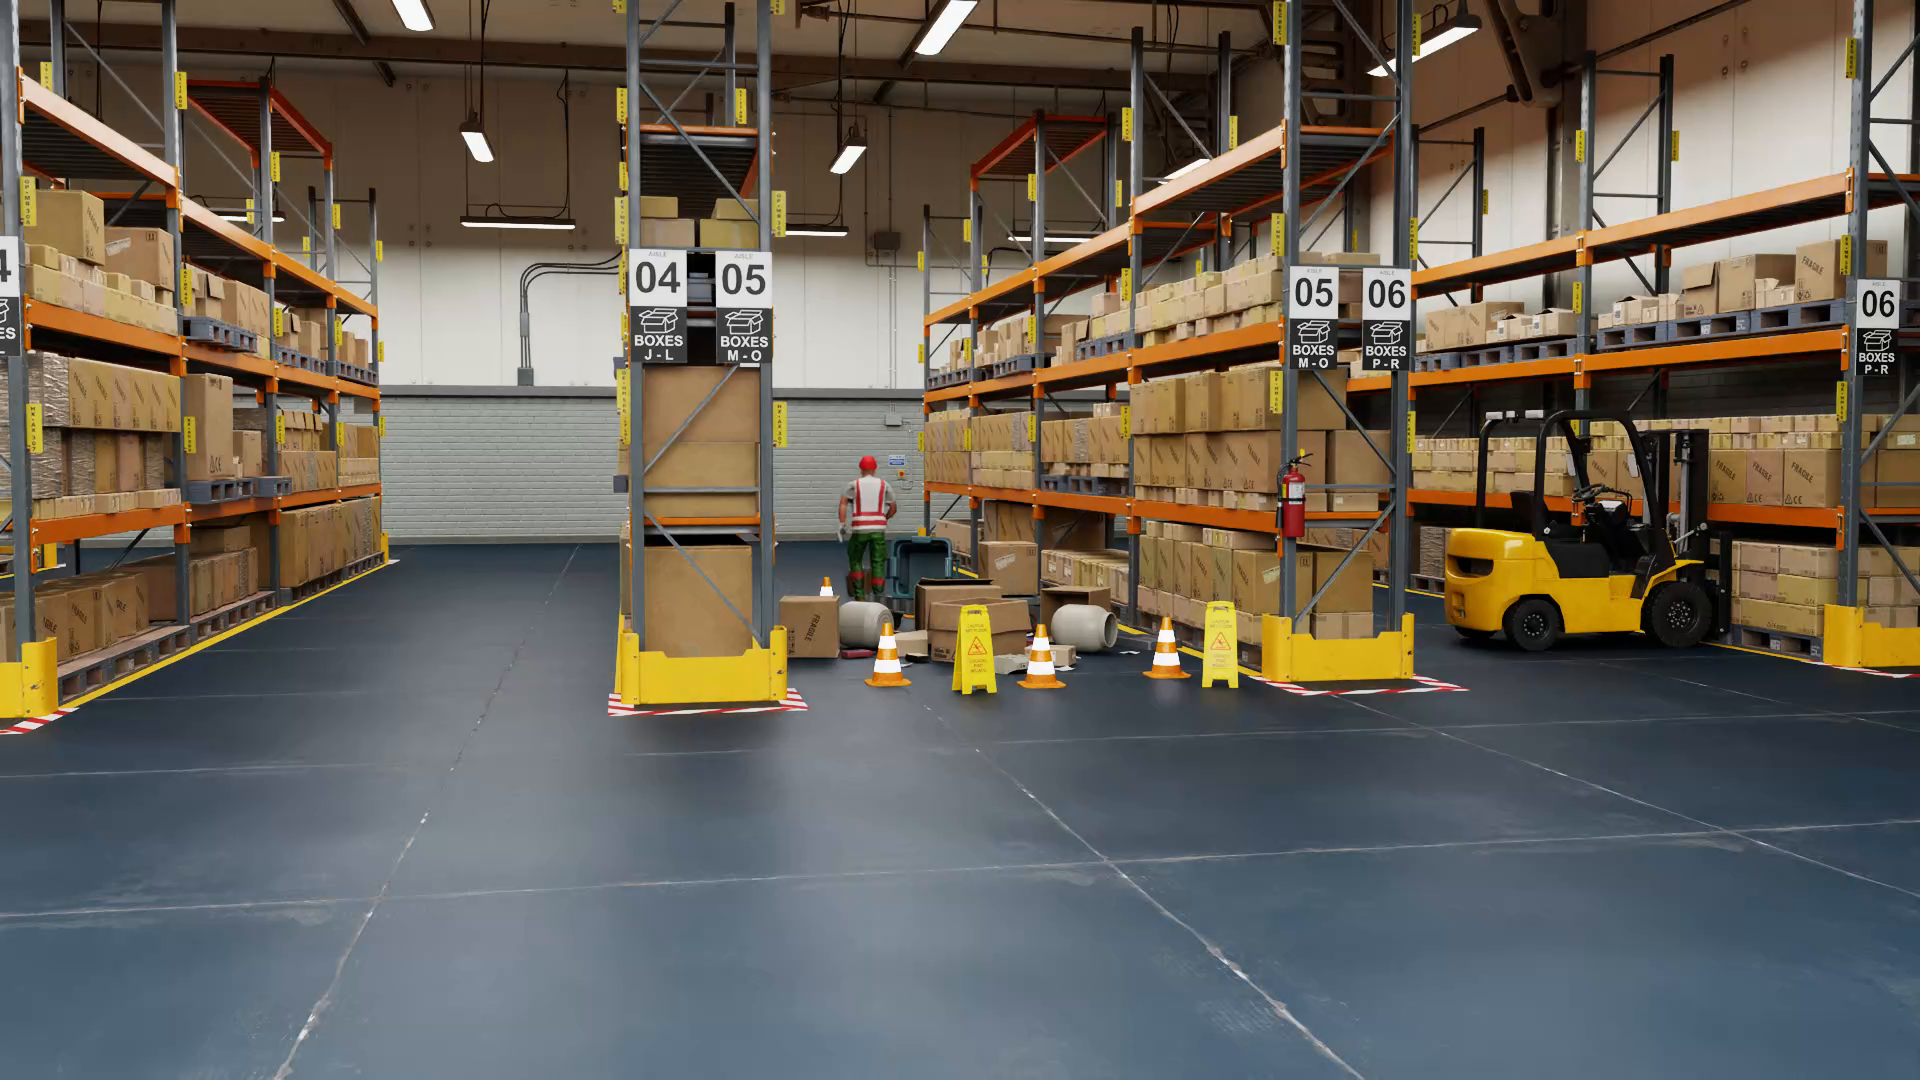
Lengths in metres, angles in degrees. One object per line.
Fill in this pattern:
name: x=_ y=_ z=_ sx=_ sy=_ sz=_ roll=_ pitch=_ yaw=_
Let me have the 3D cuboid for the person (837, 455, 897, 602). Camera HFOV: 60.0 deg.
person: x=-1.063 y=-0.093 z=18.956 sx=0.692 sy=1.746 sz=0.735 roll=0 pitch=3 yaw=-7
